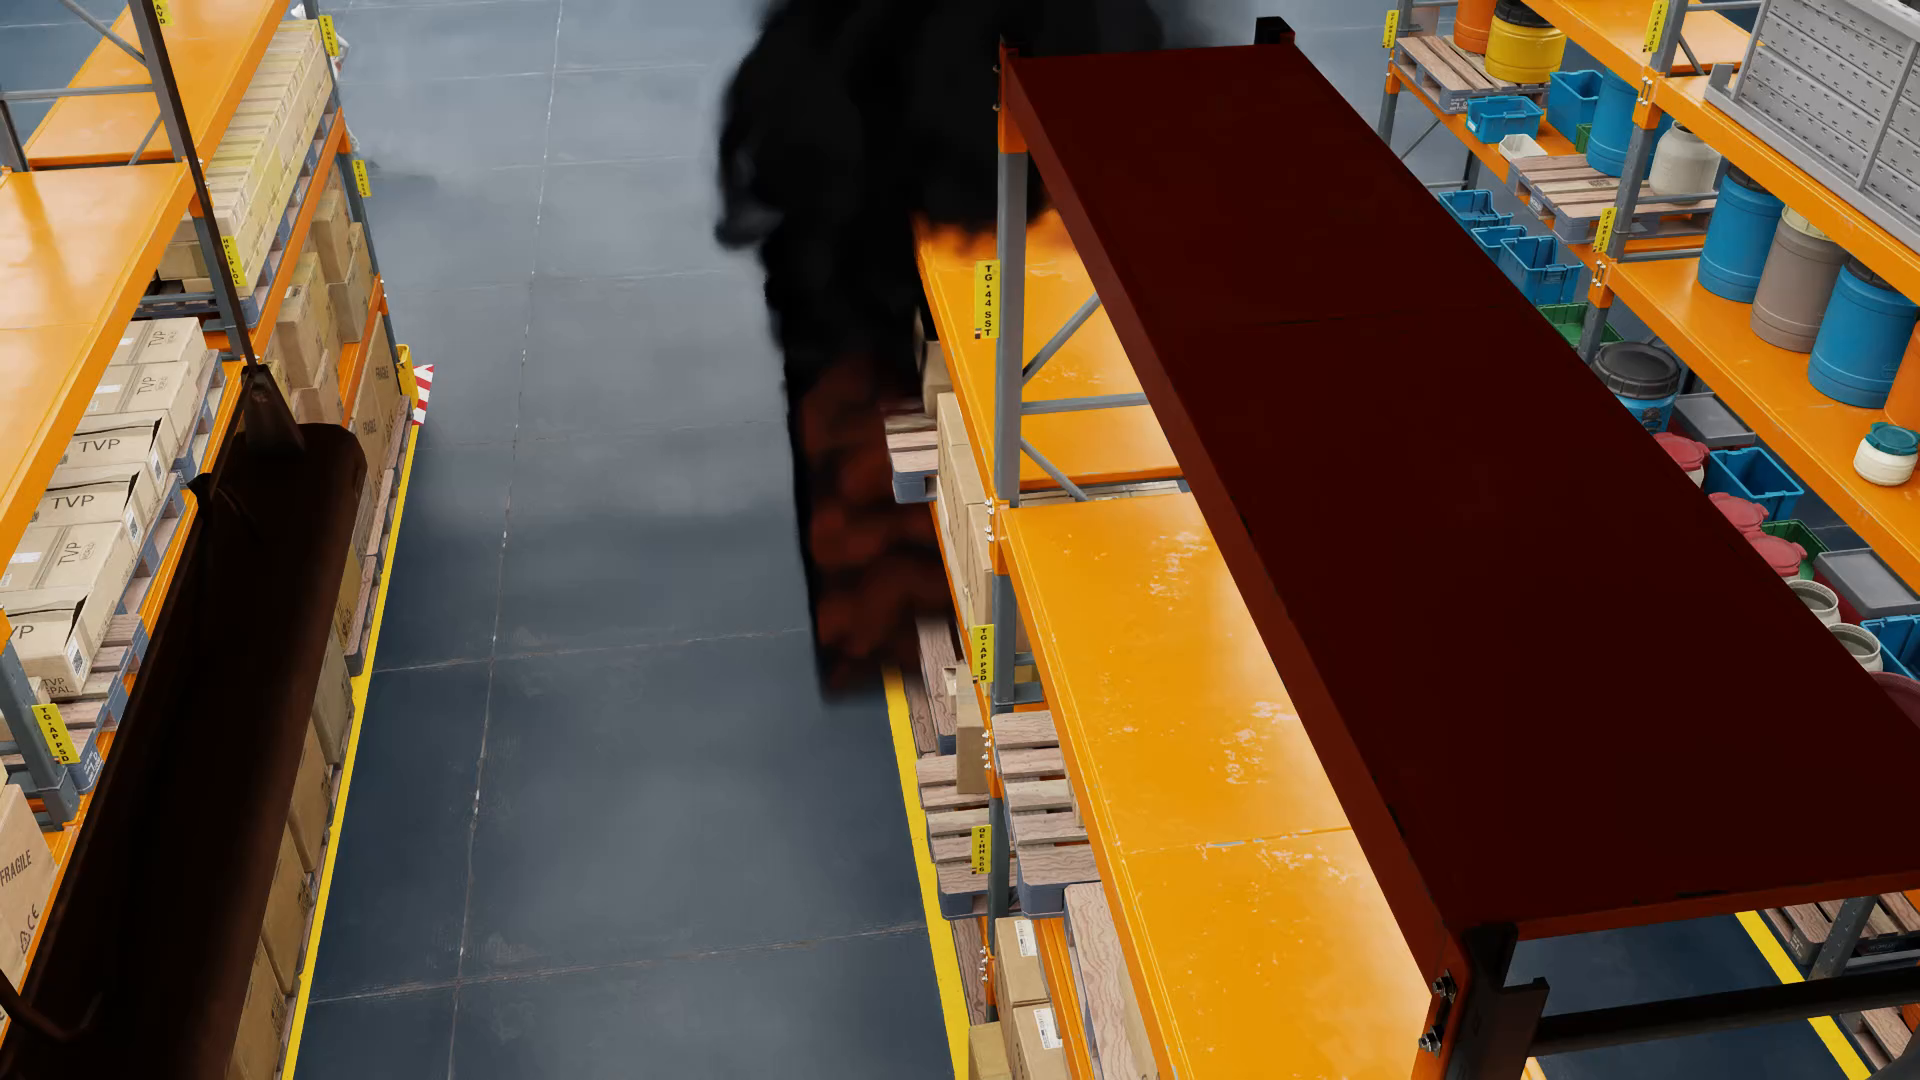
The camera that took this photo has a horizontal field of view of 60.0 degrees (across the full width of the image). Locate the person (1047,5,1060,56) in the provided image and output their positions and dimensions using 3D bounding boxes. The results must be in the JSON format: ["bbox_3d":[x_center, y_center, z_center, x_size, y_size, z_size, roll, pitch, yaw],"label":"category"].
[{"bbox_3d":[0.990,-5.392,19.415,0.695,1.716,0.592,11,38,15],"label":"person"}]

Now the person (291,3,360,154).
[{"bbox_3d":[-7.335,-5.262,19.107,0.825,1.822,0.633,14,39,19],"label":"person"}]
